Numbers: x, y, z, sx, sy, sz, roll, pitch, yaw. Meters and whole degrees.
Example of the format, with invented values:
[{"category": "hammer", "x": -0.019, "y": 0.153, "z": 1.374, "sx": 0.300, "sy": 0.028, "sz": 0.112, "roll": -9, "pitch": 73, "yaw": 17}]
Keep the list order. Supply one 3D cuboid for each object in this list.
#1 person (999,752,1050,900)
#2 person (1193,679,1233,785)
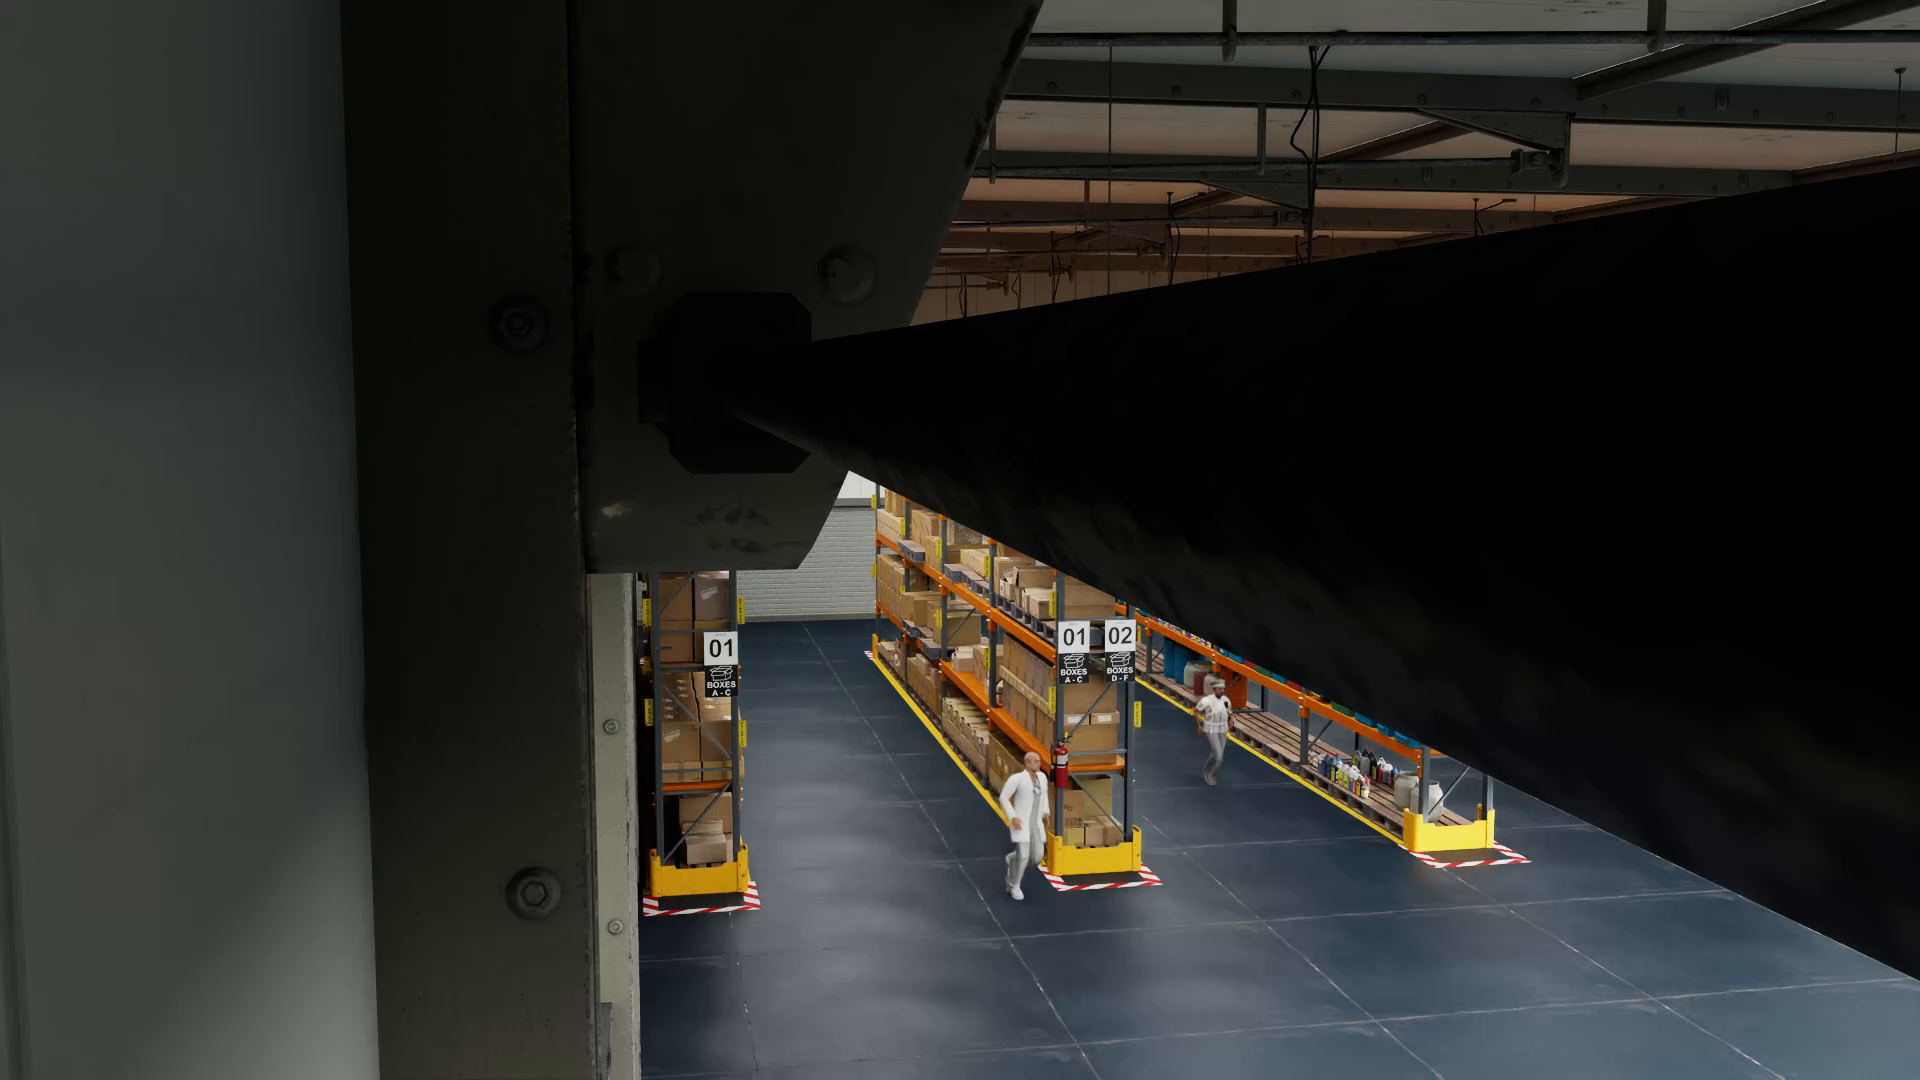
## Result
[{"category": "person", "x": 0.815, "y": 3.428, "z": 20.144, "sx": 0.759, "sy": 1.712, "sz": 0.539, "roll": -4, "pitch": 7, "yaw": -34}, {"category": "person", "x": 3.882, "y": 2.910, "z": 25.176, "sx": 0.543, "sy": 1.650, "sz": 0.723, "roll": -2, "pitch": 6, "yaw": -23}]
